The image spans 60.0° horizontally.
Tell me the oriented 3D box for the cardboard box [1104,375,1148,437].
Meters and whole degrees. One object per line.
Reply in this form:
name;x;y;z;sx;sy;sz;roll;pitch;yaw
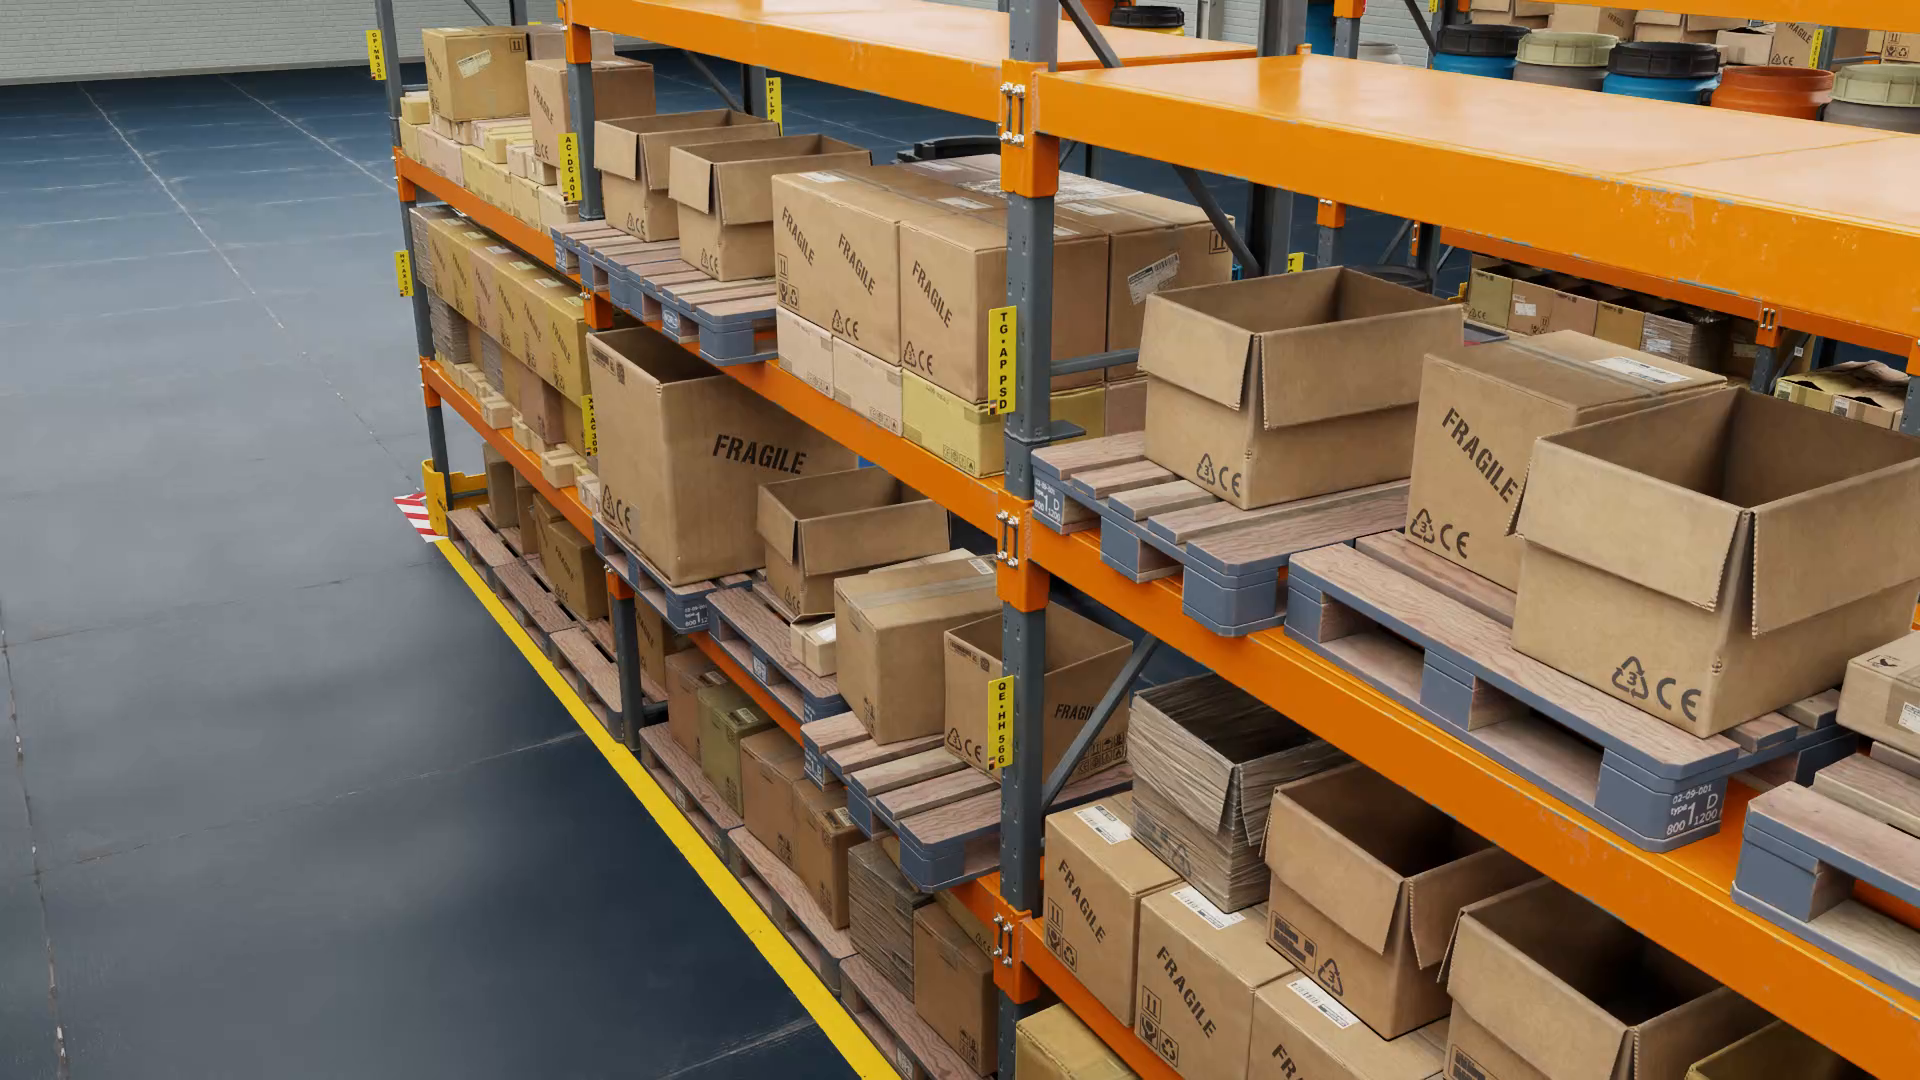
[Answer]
cardboard box;0.576;-0.531;5.850;0.500;0.250;0.500;-12;25;-27

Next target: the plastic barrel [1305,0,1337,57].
plastic barrel;2.396;-3.416;11.526;0.600;0.901;0.708;-13;25;-28

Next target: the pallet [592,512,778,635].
pallet;-1.181;0.060;8.436;1.003;0.211;1.213;-13;25;-28

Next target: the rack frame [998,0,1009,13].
rack frame;0.769;-5.331;13.477;1.000;3.000;0.127;-13;25;-28

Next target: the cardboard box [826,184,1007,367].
cardboard box;-0.133;-0.947;5.879;0.500;0.500;0.500;-13;25;-28

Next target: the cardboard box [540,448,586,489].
cardboard box;-2.228;-0.436;9.734;0.380;0.149;0.250;-13;25;-28

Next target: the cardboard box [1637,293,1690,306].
cardboard box;6.593;-2.011;15.373;0.500;0.500;0.500;-13;25;-28

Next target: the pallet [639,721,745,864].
pallet;-1.047;1.239;8.983;1.003;0.211;1.213;-13;25;-28

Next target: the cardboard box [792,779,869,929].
cardboard box;-0.352;1.372;7.688;0.700;0.500;0.500;-10;24;-24

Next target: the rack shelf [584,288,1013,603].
rack shelf;-0.424;-0.714;7.055;1.077;0.370;4.000;-13;25;-28

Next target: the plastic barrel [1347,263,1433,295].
plastic barrel;2.749;-1.306;10.876;0.600;0.901;0.708;-13;25;-28

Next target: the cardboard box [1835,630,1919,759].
cardboard box;2.009;0.306;3.366;0.380;0.149;0.250;-14;26;-30

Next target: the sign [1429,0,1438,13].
sign;4.549;-5.230;15.946;0.100;0.325;0.005;-13;25;-28

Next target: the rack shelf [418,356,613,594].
rack shelf;-2.468;-0.619;10.806;1.077;0.370;4.000;-13;25;-28

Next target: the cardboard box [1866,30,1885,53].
cardboard box;9.754;-5.398;17.467;0.500;0.500;0.500;-11;25;-26

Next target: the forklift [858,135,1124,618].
forklift;0.237;-1.141;11.226;1.130;2.935;3.031;-9;24;-21

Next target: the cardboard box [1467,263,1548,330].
cardboard box;5.369;-2.394;16.316;0.500;0.500;0.500;-13;25;-28

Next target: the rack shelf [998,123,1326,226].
rack shelf;1.790;-2.961;12.585;1.077;0.370;4.000;-13;25;-28

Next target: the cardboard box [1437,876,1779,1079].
cardboard box;1.635;1.146;4.043;0.797;0.503;0.637;-12;25;-27

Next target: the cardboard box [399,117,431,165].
cardboard box;-3.466;-2.714;11.220;0.500;0.250;0.500;-12;25;-27

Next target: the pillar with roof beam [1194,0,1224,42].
pillar with roof beam;0.556;-10.233;25.537;9.100;9.000;0.400;-13;25;-28

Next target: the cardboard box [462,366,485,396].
cardboard box;-3.177;-1.100;11.367;0.380;0.149;0.250;-13;25;-28

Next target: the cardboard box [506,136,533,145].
cardboard box;-2.353;-2.210;9.451;0.380;0.149;0.250;-12;25;-26

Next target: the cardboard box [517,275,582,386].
cardboard box;-2.169;-1.206;9.440;0.500;0.500;0.500;-13;25;-28

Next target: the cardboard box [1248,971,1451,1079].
cardboard box;1.142;1.485;4.541;0.500;0.500;0.500;-13;26;-29

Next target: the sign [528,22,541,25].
sign;-3.002;-3.499;11.778;0.100;0.325;0.005;-13;25;-28

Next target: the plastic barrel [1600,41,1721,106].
plastic barrel;3.926;-2.333;9.418;0.600;0.901;0.708;-13;25;-28

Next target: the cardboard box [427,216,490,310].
cardboard box;-3.193;-1.853;11.031;0.500;0.500;0.500;-13;25;-28

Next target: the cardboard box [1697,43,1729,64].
cardboard box;6.221;-4.079;13.970;0.380;0.149;0.250;-13;25;-28

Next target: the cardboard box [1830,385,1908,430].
cardboard box;7.320;-1.045;13.247;0.500;0.311;0.500;-13;25;-29

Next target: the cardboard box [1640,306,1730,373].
cardboard box;6.402;-1.749;14.729;0.500;0.500;0.500;-13;25;-28

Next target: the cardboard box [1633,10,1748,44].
cardboard box;6.339;-4.463;14.444;0.797;0.503;0.637;-10;24;-22

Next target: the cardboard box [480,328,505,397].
cardboard box;-2.655;-1.291;10.977;0.875;0.500;0.500;-13;25;-28

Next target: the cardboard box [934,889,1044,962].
cardboard box;0.229;1.386;6.658;0.500;0.250;0.500;-11;25;-26

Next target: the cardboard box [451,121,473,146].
cardboard box;-2.912;-2.543;10.271;0.380;0.149;0.250;-14;26;-31

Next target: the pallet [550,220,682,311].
pallet;-1.222;-1.387;8.006;1.213;0.211;1.003;-13;25;-28

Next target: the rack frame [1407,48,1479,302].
rack frame;5.029;-3.504;16.948;1.000;3.000;0.127;-13;25;-28

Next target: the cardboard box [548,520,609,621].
cardboard box;-2.300;0.152;10.716;0.500;0.500;0.500;-15;27;-33

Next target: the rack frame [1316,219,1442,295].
rack frame;2.812;-1.257;11.421;1.000;3.000;0.127;-13;25;-28

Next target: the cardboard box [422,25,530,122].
cardboard box;-2.963;-2.872;10.219;0.500;0.500;0.500;-13;25;-28

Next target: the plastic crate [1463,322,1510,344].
plastic crate;3.322;-1.189;11.168;0.402;0.464;0.583;-13;25;-28

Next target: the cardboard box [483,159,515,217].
cardboard box;-2.426;-2.057;9.604;0.500;0.250;0.500;-13;25;-29

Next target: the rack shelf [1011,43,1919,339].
rack shelf;1.619;-0.623;3.380;1.077;0.370;4.000;-13;25;-28

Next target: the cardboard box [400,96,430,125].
cardboard box;-3.498;-2.868;11.070;0.380;0.149;0.250;-12;25;-27

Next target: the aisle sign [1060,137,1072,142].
aisle sign;0.987;-3.837;14.315;0.394;0.787;0.004;-13;25;-28

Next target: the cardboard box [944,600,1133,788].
cardboard box;0.287;0.582;6.205;0.500;0.500;0.500;-16;27;-35

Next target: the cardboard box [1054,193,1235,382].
cardboard box;0.578;-0.879;5.710;0.500;0.500;0.500;-12;25;-28

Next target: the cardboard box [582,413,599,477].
cardboard box;-1.623;-0.646;9.390;0.875;0.500;0.500;-13;25;-28

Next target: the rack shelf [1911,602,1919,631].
rack shelf;5.877;1.018;6.778;1.077;0.370;4.000;-13;25;-28

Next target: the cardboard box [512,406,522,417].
cardboard box;-2.624;-0.785;10.594;0.380;0.149;0.250;-13;25;-28

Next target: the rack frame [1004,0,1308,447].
rack frame;0.597;-1.789;4.762;1.000;3.000;0.127;-13;25;-28

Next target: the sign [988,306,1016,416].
sign;0.130;-0.535;4.974;0.100;0.325;0.005;-13;25;-28

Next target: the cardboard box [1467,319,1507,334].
cardboard box;5.370;-2.047;16.458;0.500;0.250;0.500;-13;25;-28

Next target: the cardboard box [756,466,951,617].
cardboard box;-0.481;-0.004;7.642;0.797;0.503;0.637;-10;24;-23
